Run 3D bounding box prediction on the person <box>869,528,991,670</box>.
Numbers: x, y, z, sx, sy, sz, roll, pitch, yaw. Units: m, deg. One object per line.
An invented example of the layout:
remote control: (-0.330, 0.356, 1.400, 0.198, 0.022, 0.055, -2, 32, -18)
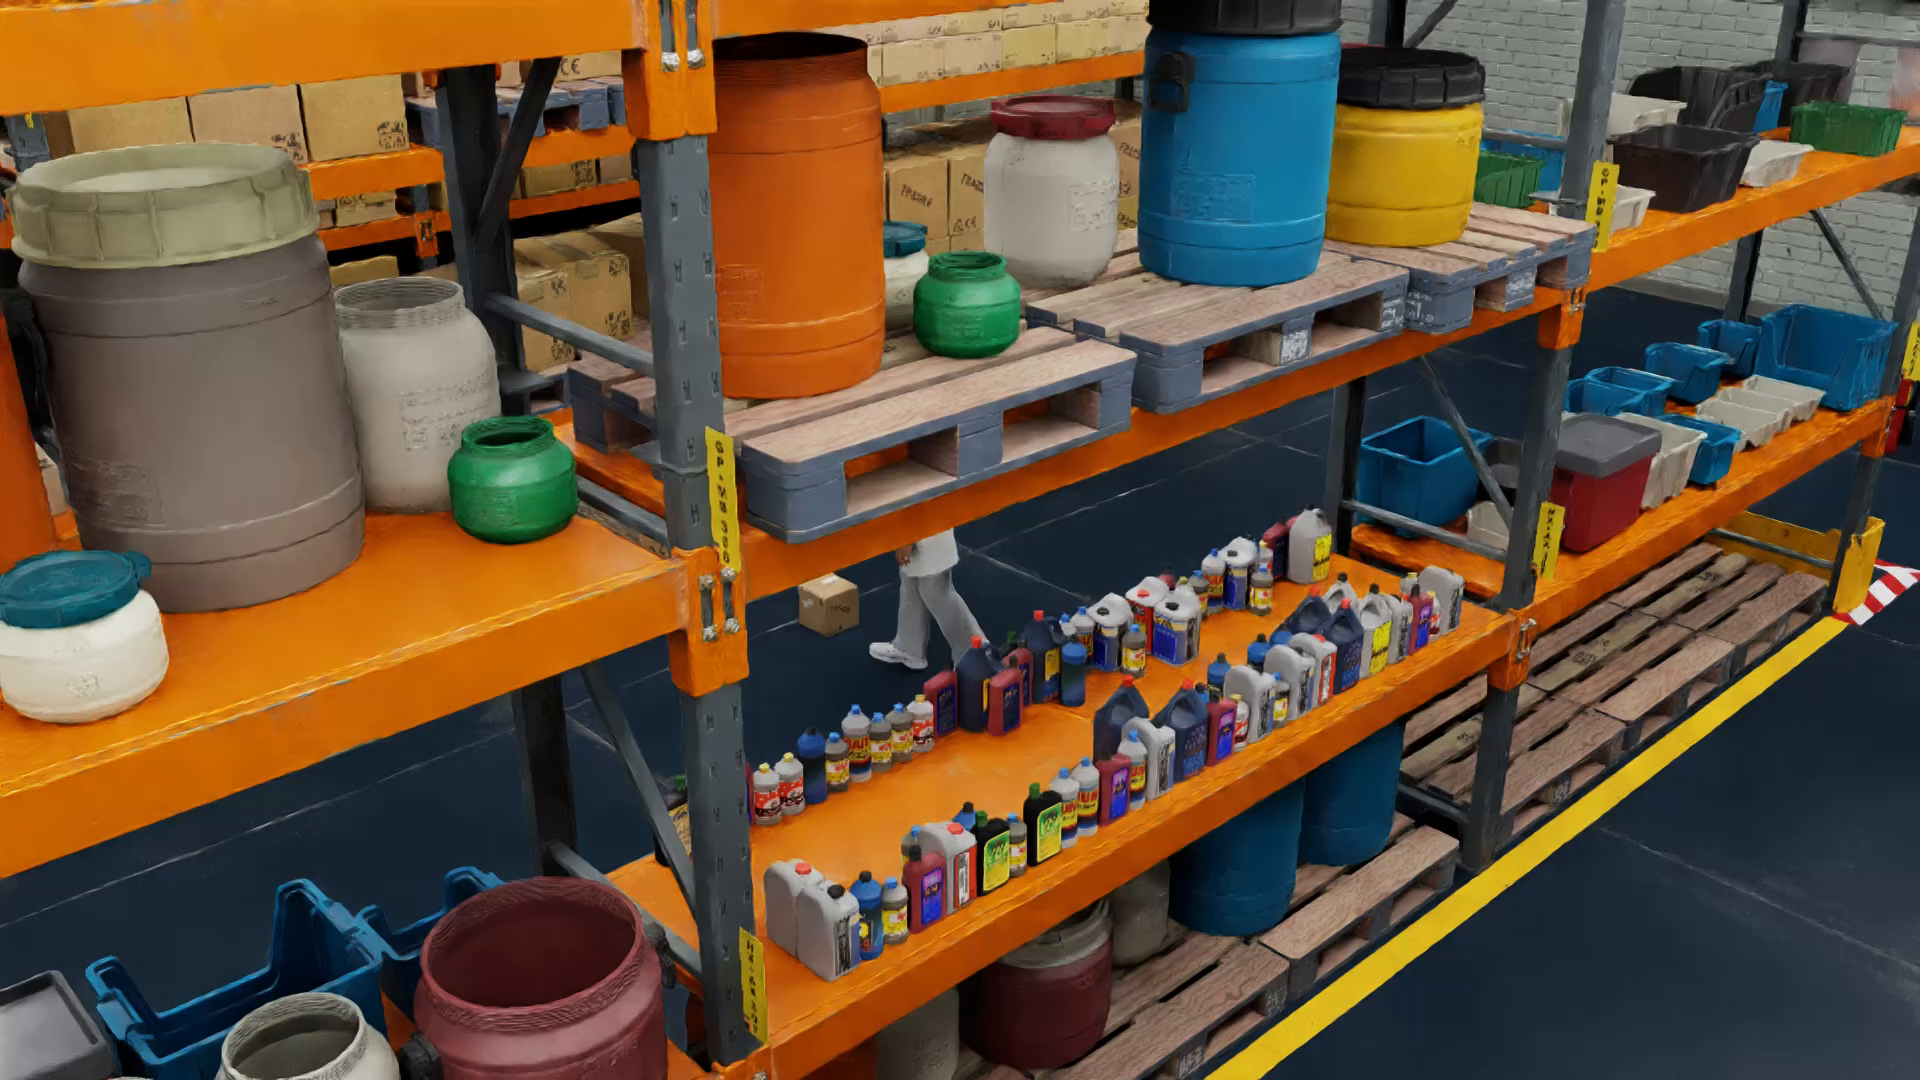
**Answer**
person: (-0.169, -0.104, 8.848, 0.709, 1.775, 0.669, 2, 24, 4)
